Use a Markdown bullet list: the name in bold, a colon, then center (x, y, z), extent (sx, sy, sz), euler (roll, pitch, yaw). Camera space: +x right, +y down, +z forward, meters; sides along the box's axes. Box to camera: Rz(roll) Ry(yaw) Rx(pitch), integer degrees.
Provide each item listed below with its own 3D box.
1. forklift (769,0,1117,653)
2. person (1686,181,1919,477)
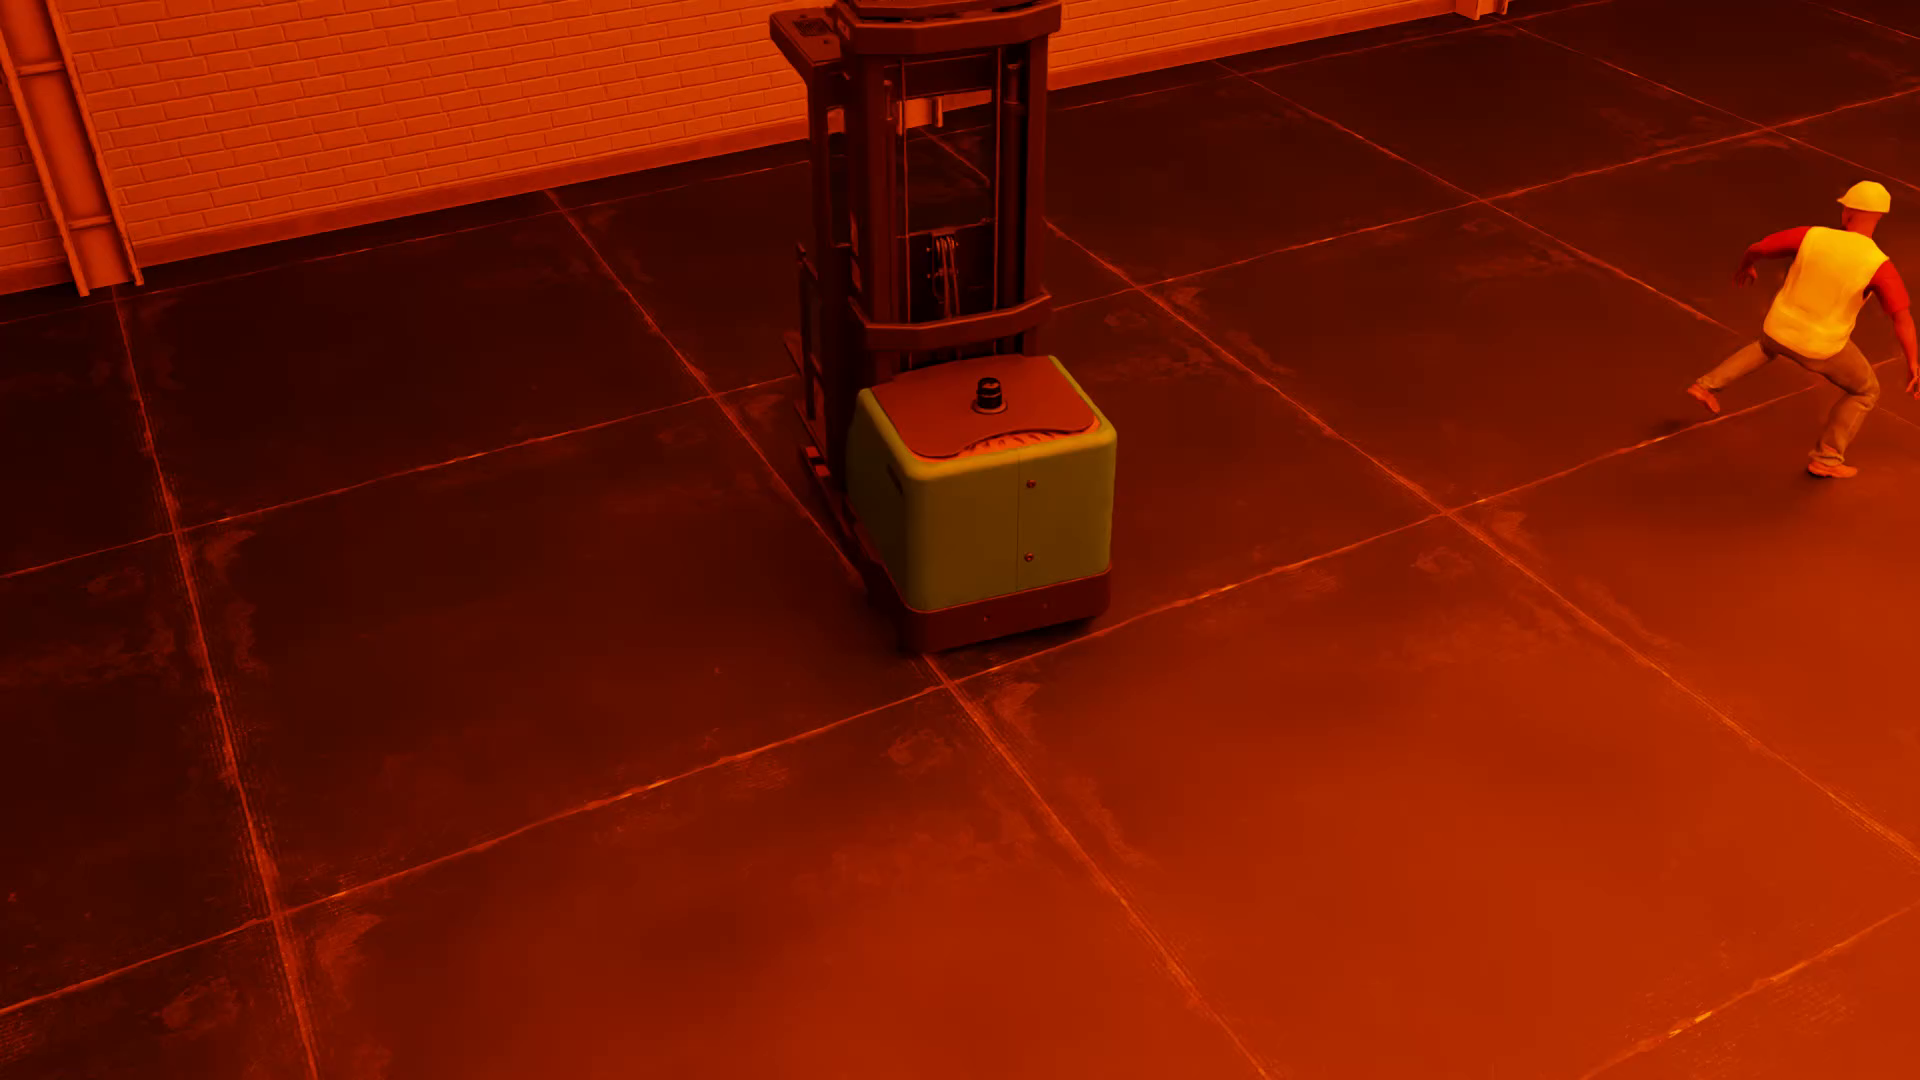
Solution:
- **forklift**: center (-0.248, -1.516, 8.267), extent (1.130, 2.935, 3.031), euler (-12, 37, -16)
- **person**: center (4.624, -1.116, 8.884), extent (0.512, 1.639, 1.193), euler (-21, 40, -27)
